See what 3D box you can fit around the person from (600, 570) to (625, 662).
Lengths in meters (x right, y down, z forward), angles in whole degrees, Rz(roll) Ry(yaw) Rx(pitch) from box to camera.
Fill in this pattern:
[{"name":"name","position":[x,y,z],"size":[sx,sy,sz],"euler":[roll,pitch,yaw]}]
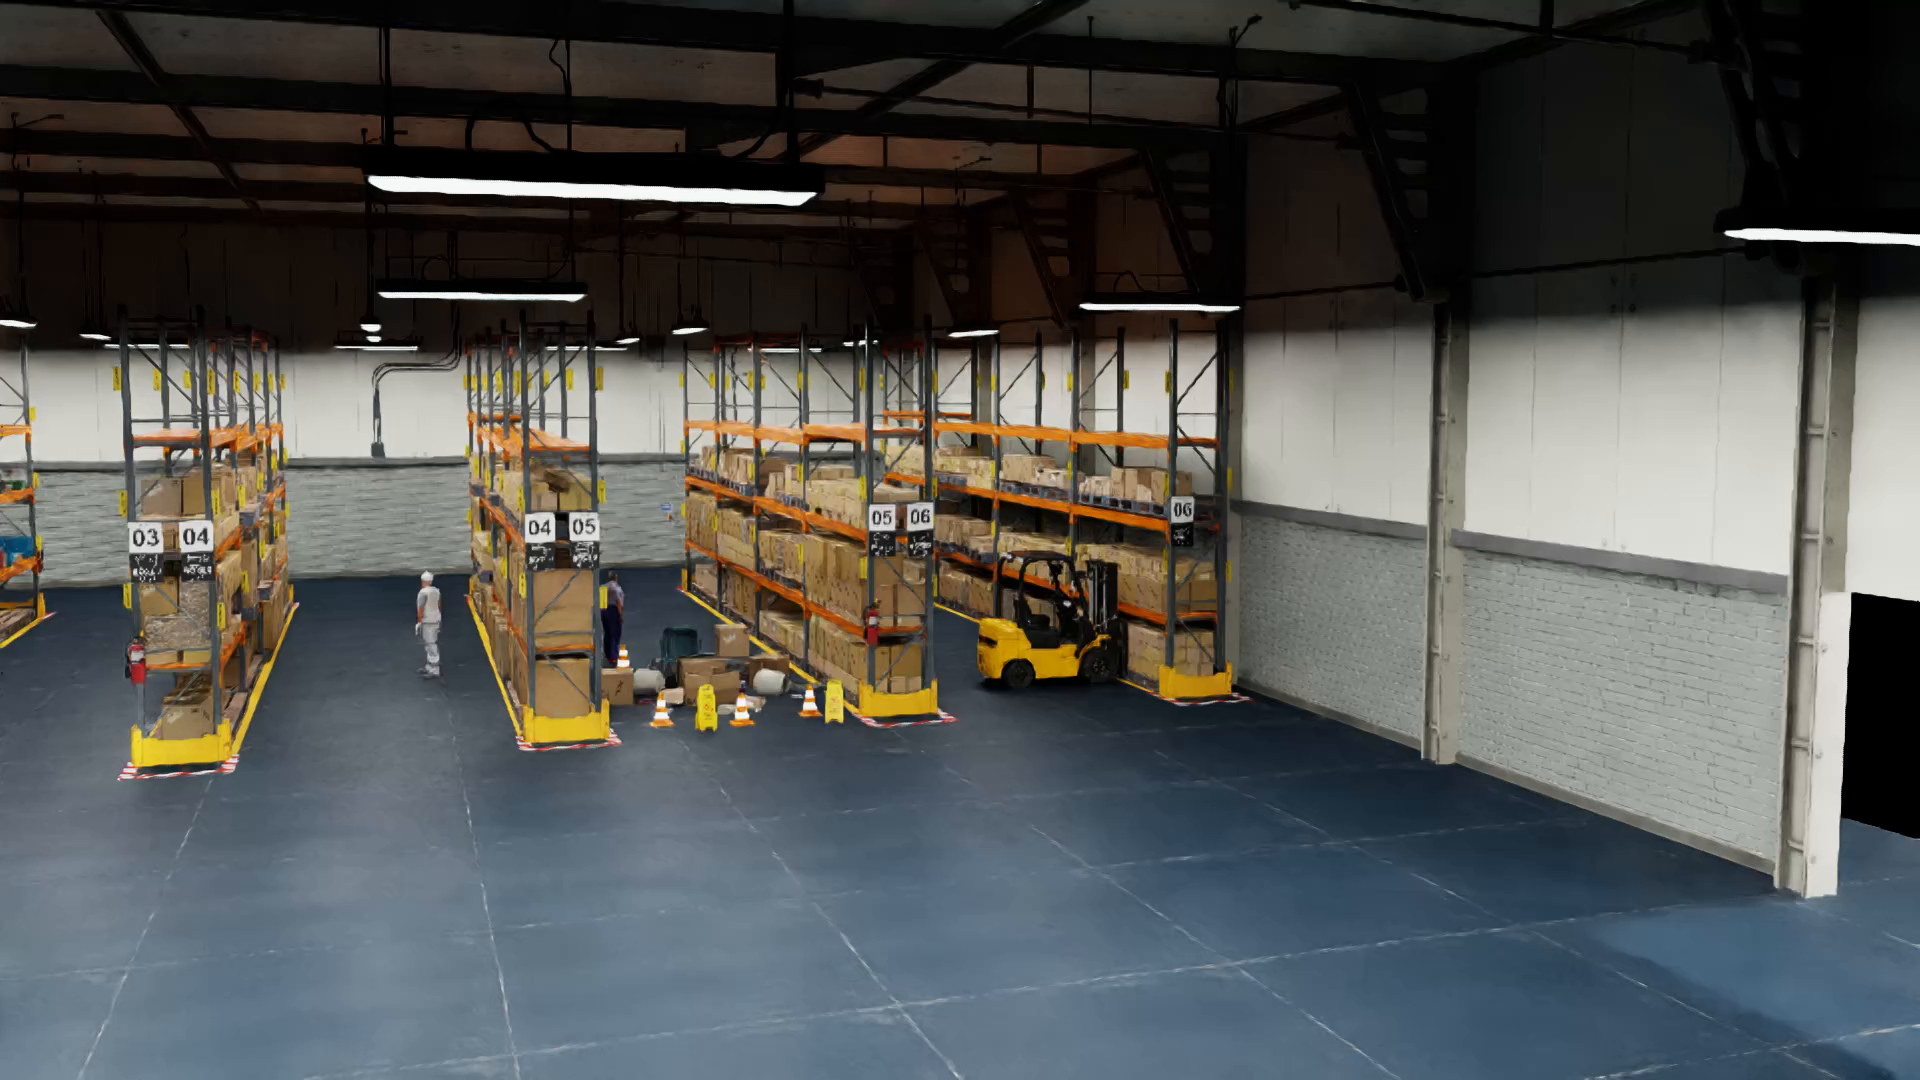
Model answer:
[{"name":"person","position":[-6.193,1.359,29.772],"size":[0.530,1.636,0.430],"euler":[5,7,41]}]

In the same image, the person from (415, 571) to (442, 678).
[{"name":"person","position":[-9.051,1.419,28.259],"size":[0.577,1.785,0.655],"euler":[1,6,13]}]
